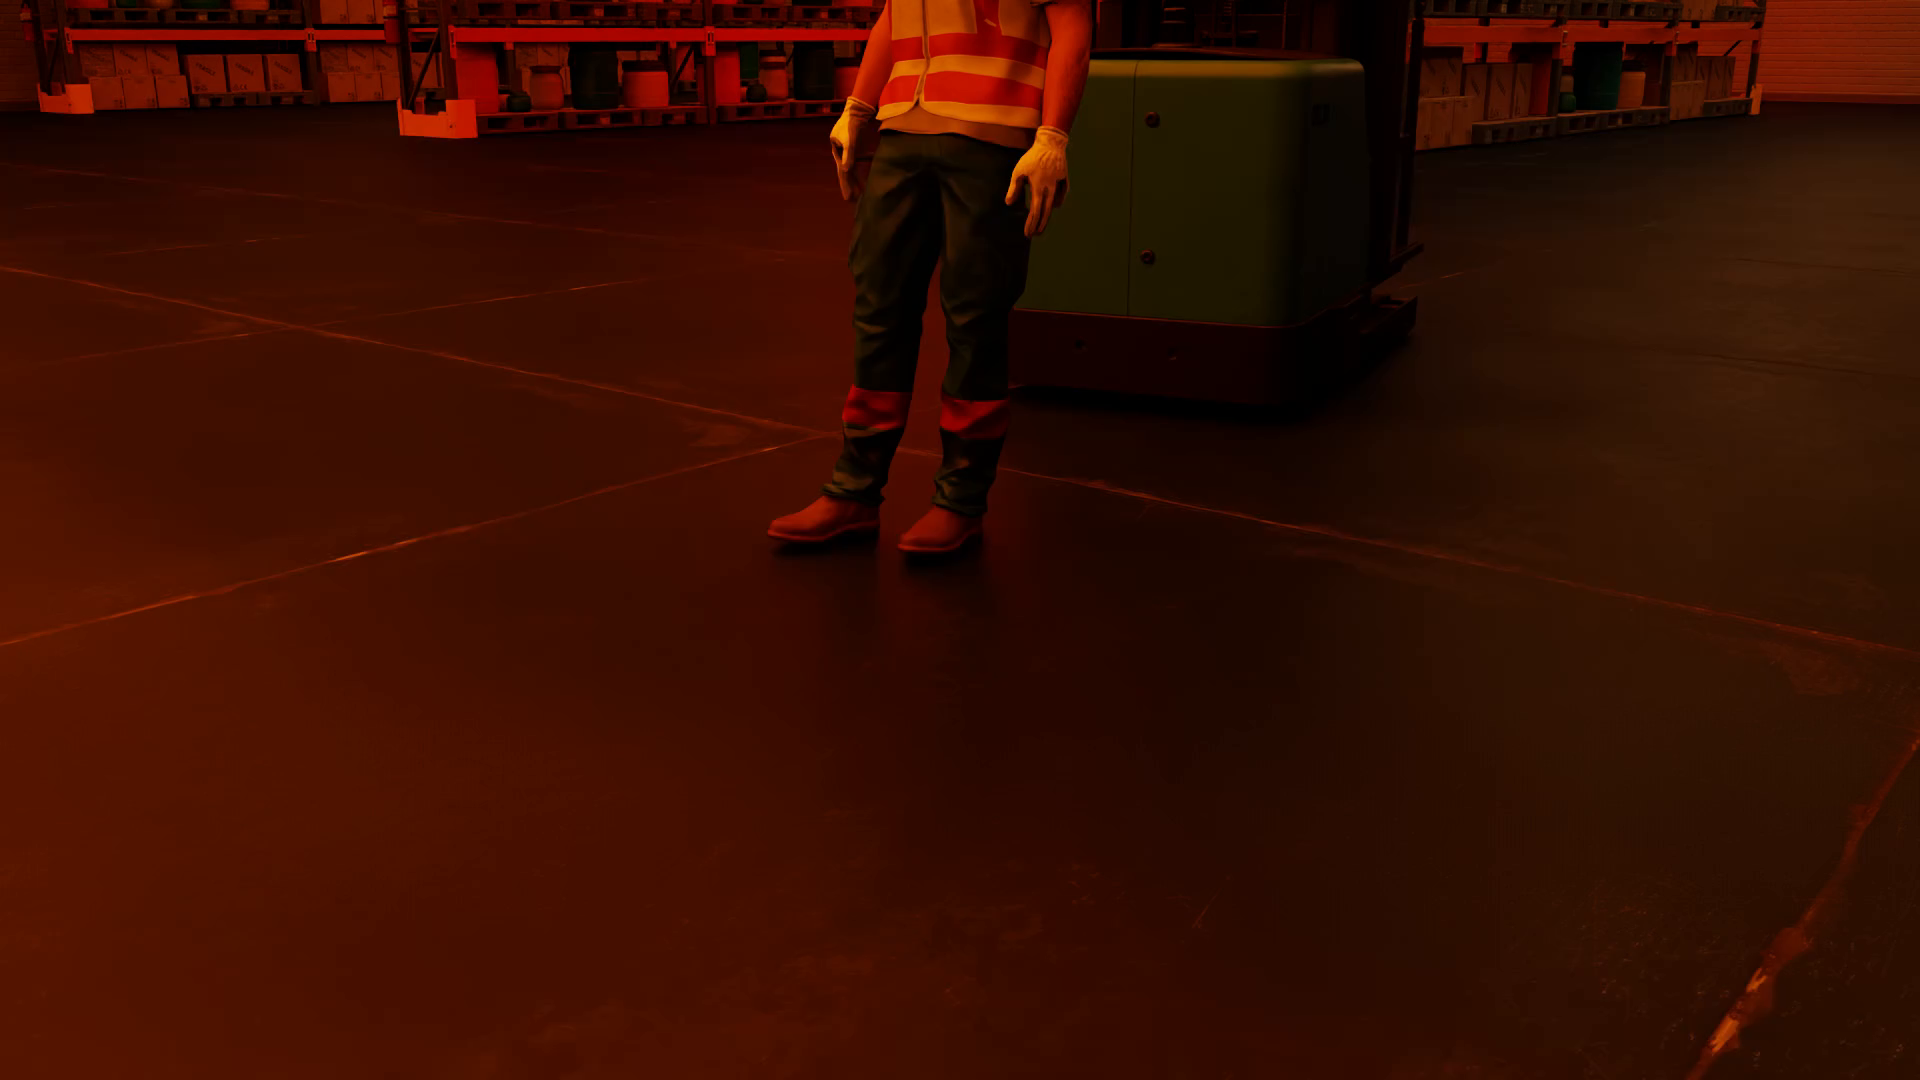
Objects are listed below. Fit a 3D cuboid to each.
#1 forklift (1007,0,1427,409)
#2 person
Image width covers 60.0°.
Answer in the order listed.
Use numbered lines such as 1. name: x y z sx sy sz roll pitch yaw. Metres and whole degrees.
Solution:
1. forklift: 1.158 -2.192 6.115 1.130 2.935 3.031 8 19 24
2. person: -0.060 -0.847 3.627 0.638 1.789 0.562 13 21 37
